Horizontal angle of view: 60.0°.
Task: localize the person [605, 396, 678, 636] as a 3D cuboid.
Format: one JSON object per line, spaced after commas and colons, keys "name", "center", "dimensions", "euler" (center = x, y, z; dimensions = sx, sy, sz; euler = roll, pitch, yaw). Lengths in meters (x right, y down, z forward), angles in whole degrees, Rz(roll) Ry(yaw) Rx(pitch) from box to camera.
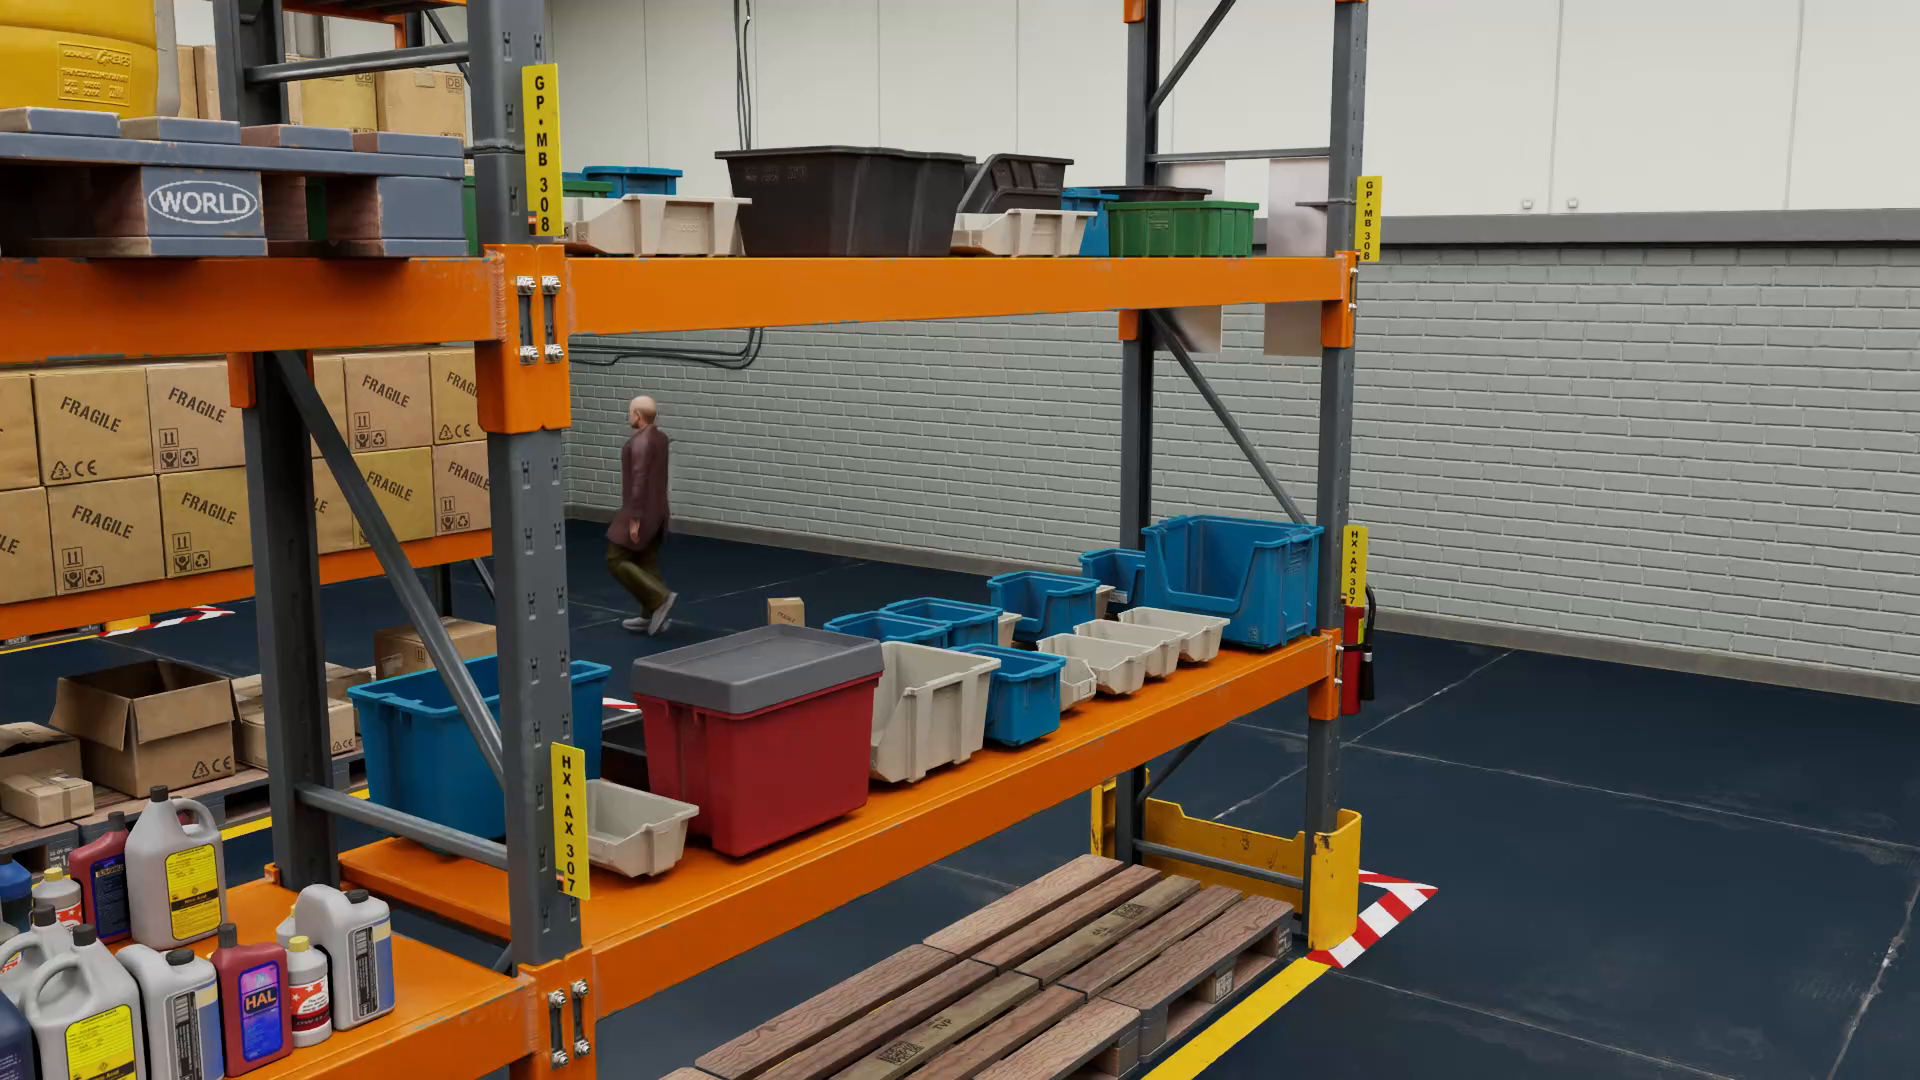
{"name": "person", "center": [-2.343, -0.183, 12.337], "dimensions": [0.525, 1.775, 0.607], "euler": [2, 10, 10]}
